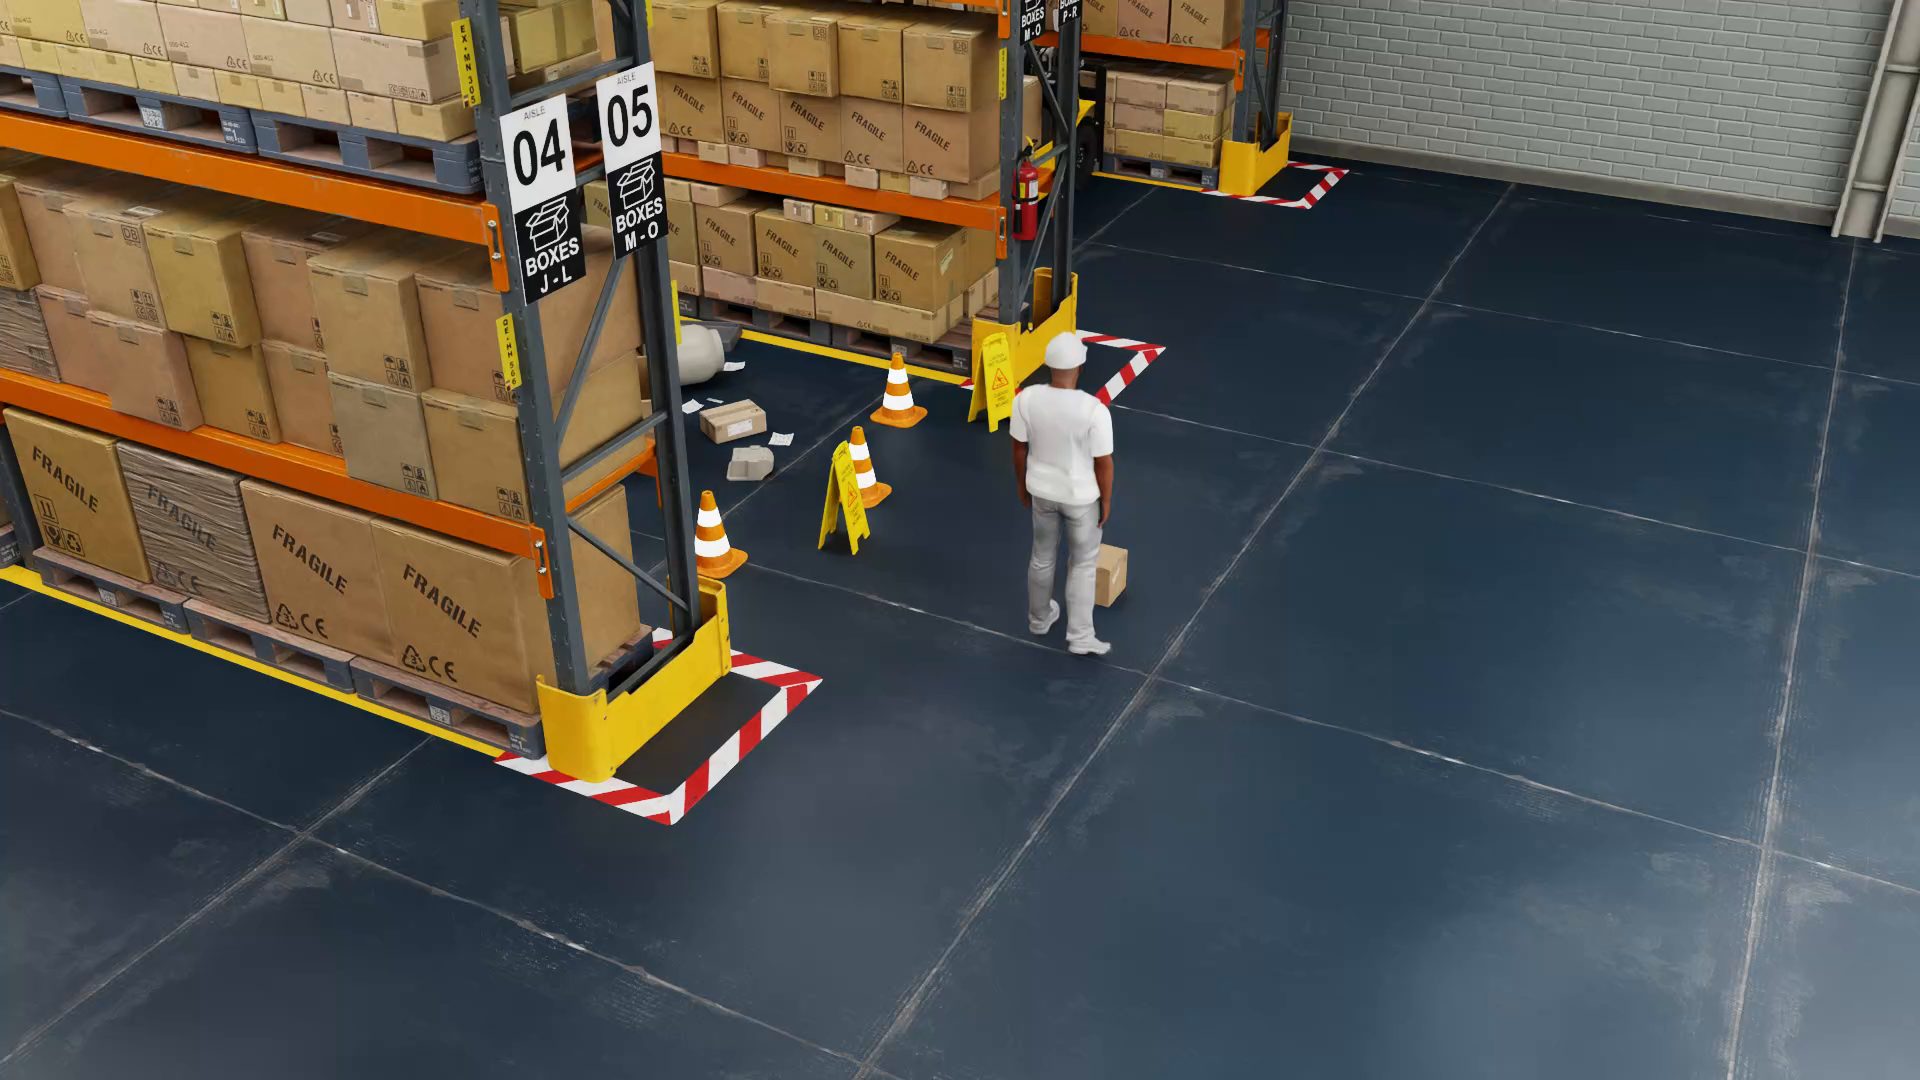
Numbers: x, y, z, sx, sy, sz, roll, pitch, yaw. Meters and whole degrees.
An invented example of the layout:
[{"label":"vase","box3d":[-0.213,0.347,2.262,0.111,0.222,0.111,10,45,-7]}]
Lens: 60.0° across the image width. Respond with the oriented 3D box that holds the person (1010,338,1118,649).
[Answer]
[{"label":"person","box3d":[0.543,-0.236,8.767,0.602,1.683,0.511,15,33,25]}]
